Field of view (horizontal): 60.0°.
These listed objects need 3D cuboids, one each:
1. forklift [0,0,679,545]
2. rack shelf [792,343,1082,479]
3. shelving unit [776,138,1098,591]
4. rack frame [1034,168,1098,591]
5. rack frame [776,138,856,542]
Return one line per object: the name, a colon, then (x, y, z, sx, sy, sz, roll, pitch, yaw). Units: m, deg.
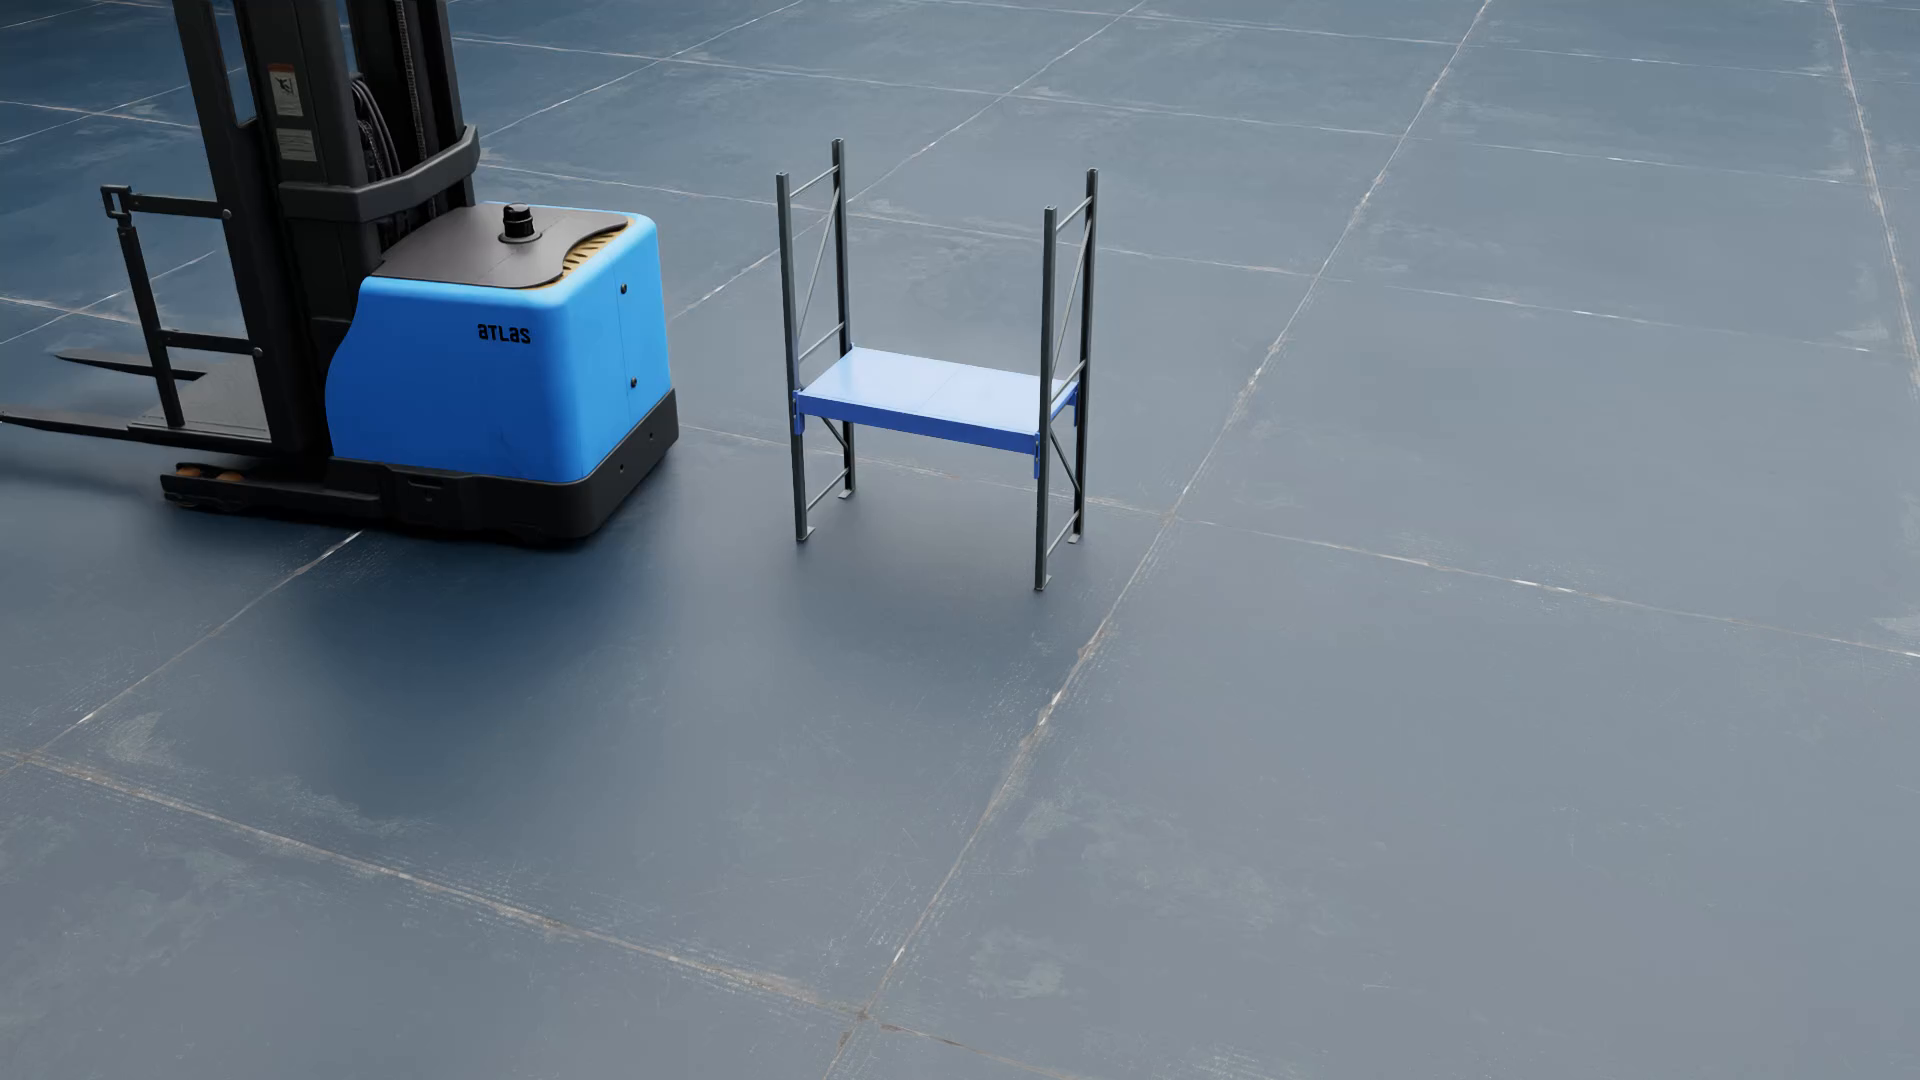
forklift: (-2.813, -1.634, 6.587, 3.031, 2.935, 1.130, 7, 30, 12)
rack shelf: (-0.079, -0.512, 6.422, 1.000, 0.185, 0.538, 11, 31, 19)
shelving unit: (-0.079, -0.669, 6.334, 1.048, 1.500, 0.538, 11, 31, 19)
rack frame: (0.392, -0.575, 6.168, 0.032, 1.500, 0.500, 11, 31, 19)
rack frame: (-0.550, -0.763, 6.500, 0.032, 1.500, 0.500, 11, 31, 19)
